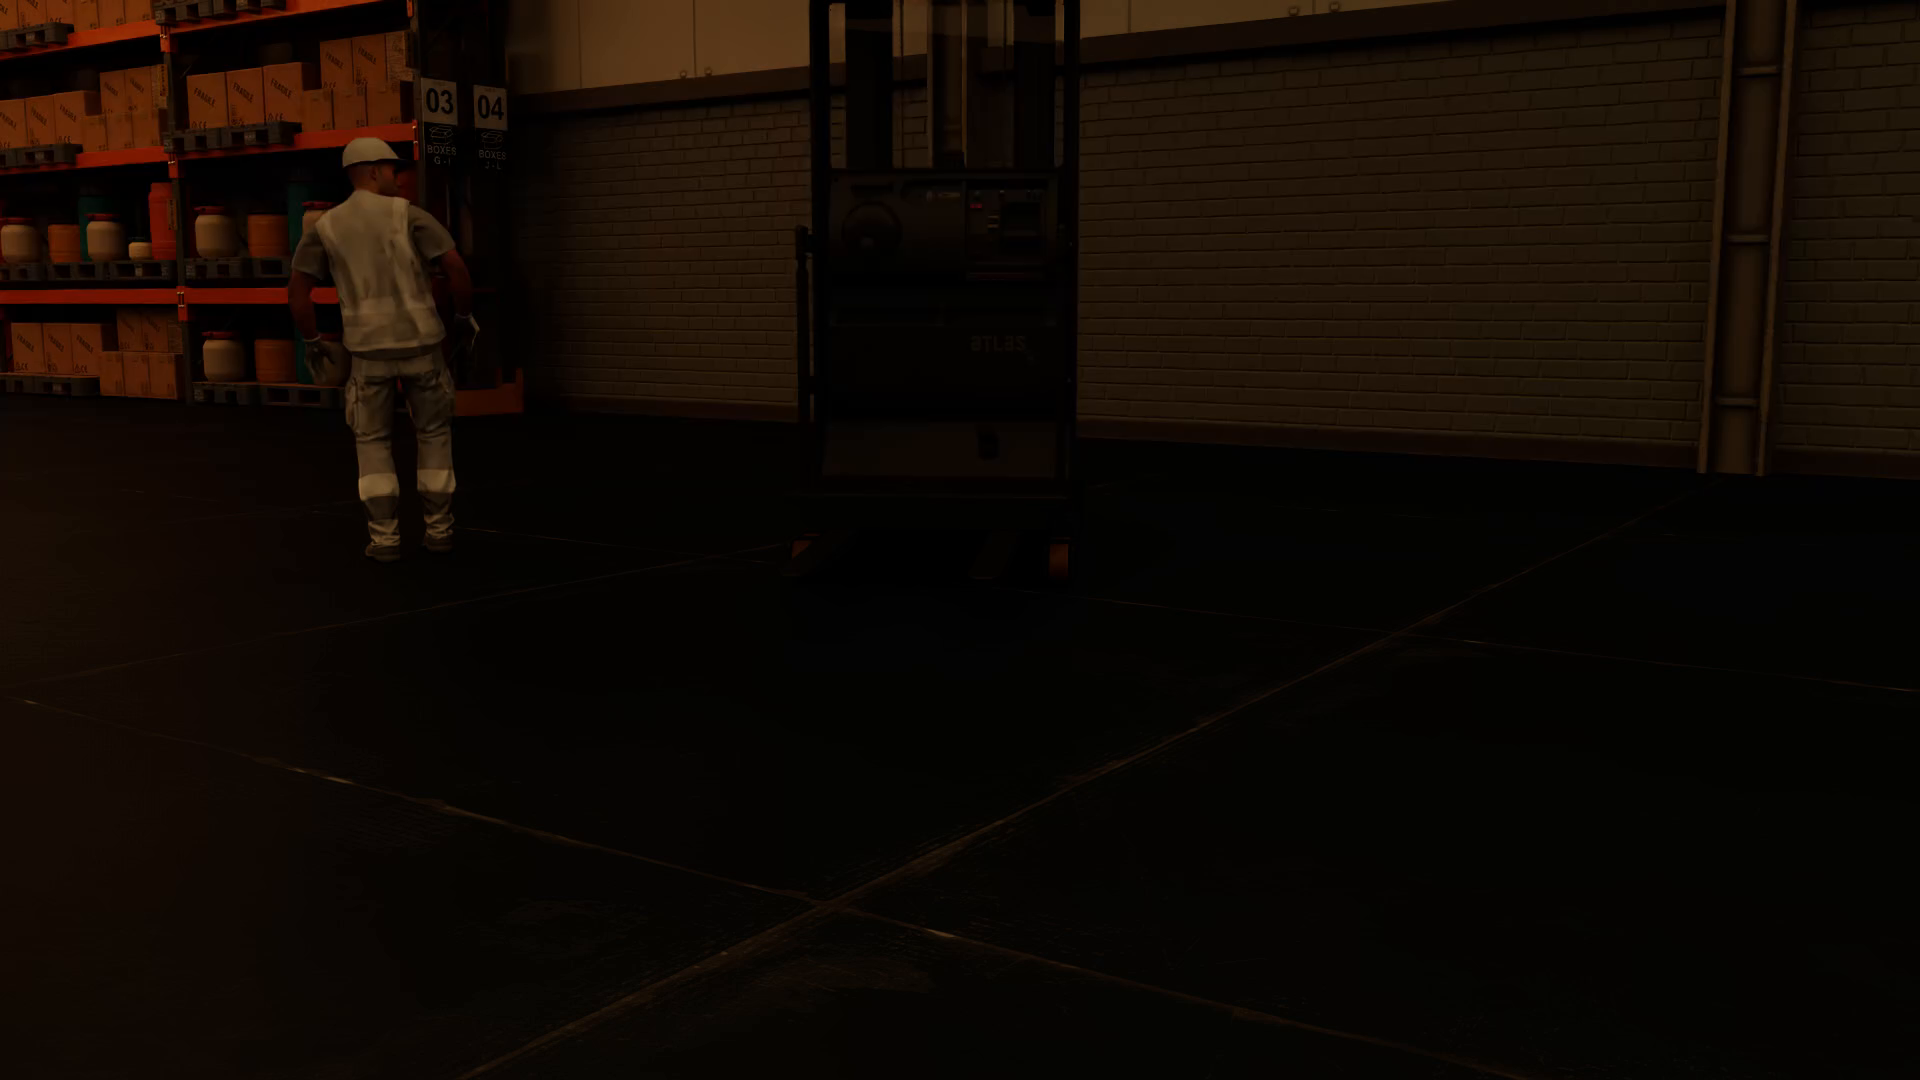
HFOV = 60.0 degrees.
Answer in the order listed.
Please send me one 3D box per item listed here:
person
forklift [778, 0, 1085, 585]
[{"bbox_3d":[-2.412,-0.803,7.017,0.749,1.757,0.505,-2,8,-14],"label":"person"},{"bbox_3d":[-0.085,-1.327,6.524,1.130,2.935,3.031,1,8,5],"label":"forklift"}]
